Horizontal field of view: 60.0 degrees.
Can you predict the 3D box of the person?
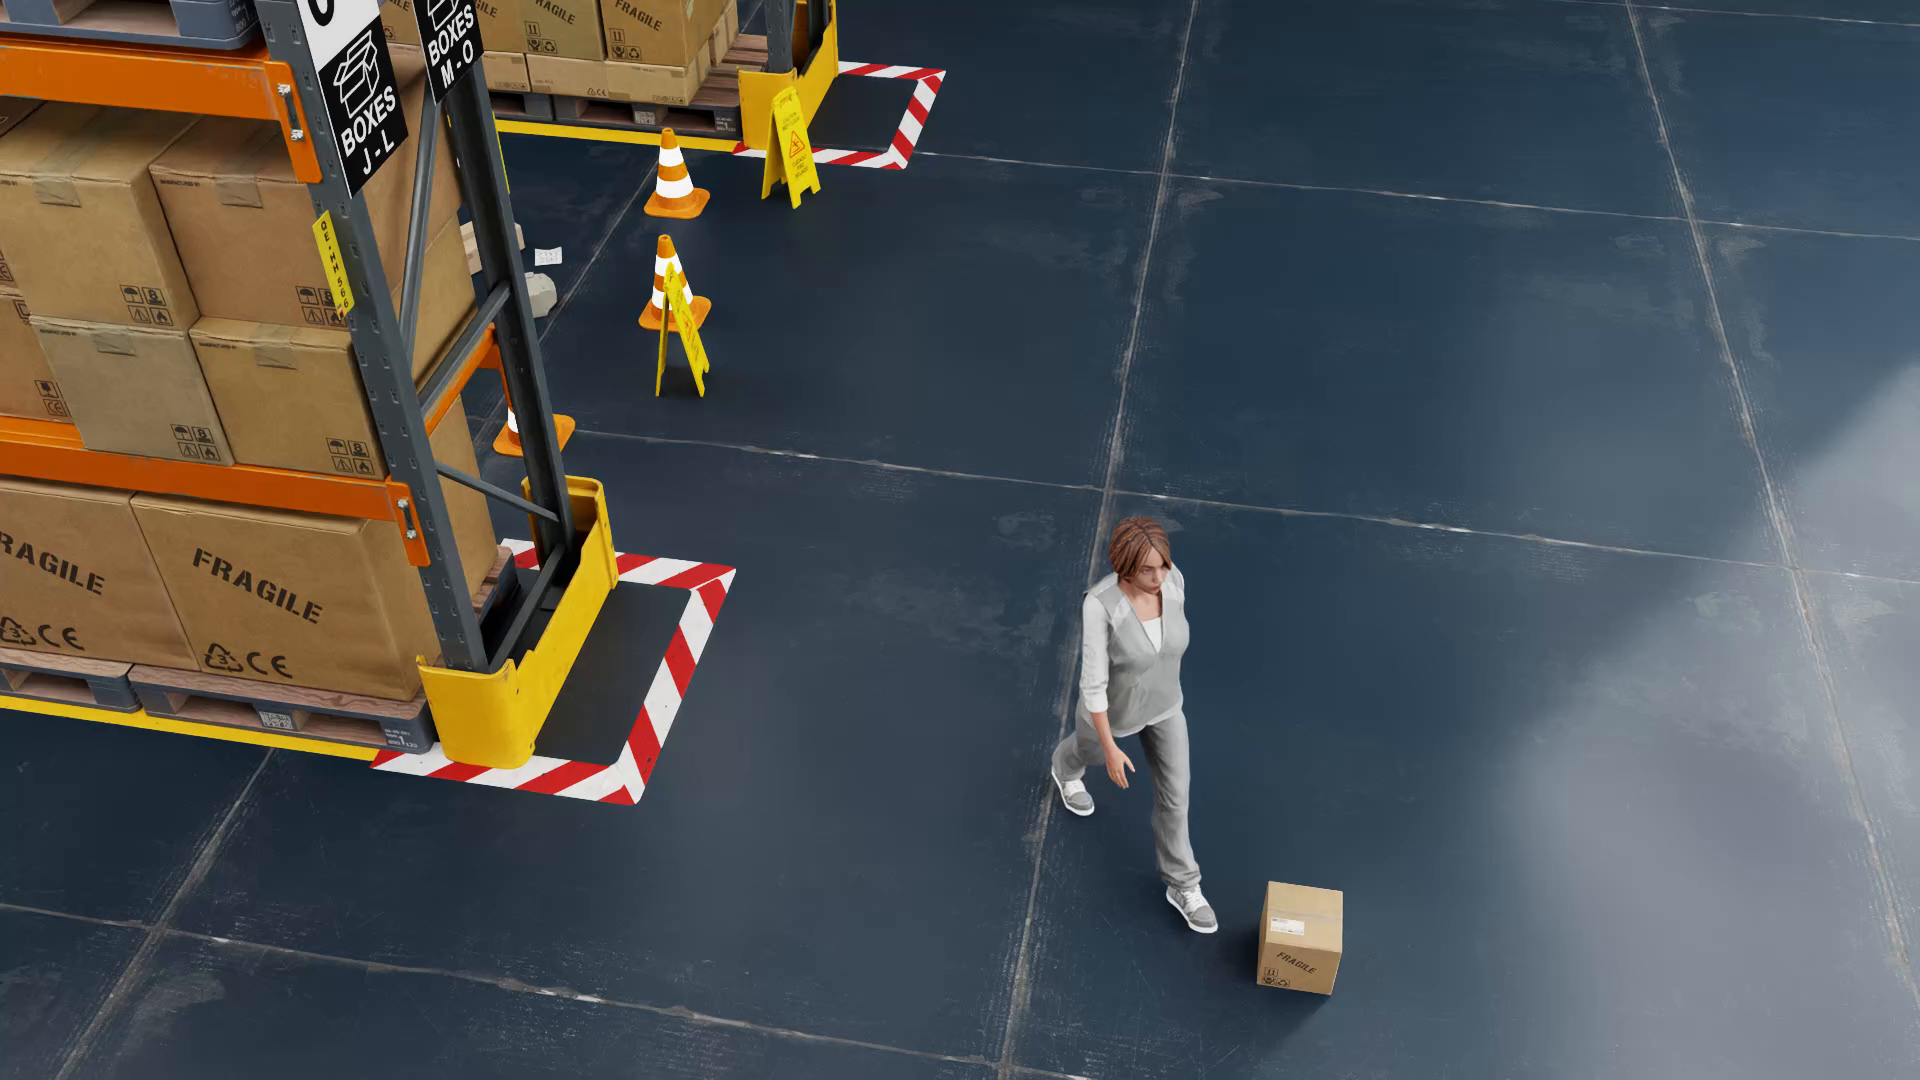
[{"bbox_3d":[0.581,0.566,5.522,0.438,1.541,0.923,-15,43,-16],"label":"person"}]
